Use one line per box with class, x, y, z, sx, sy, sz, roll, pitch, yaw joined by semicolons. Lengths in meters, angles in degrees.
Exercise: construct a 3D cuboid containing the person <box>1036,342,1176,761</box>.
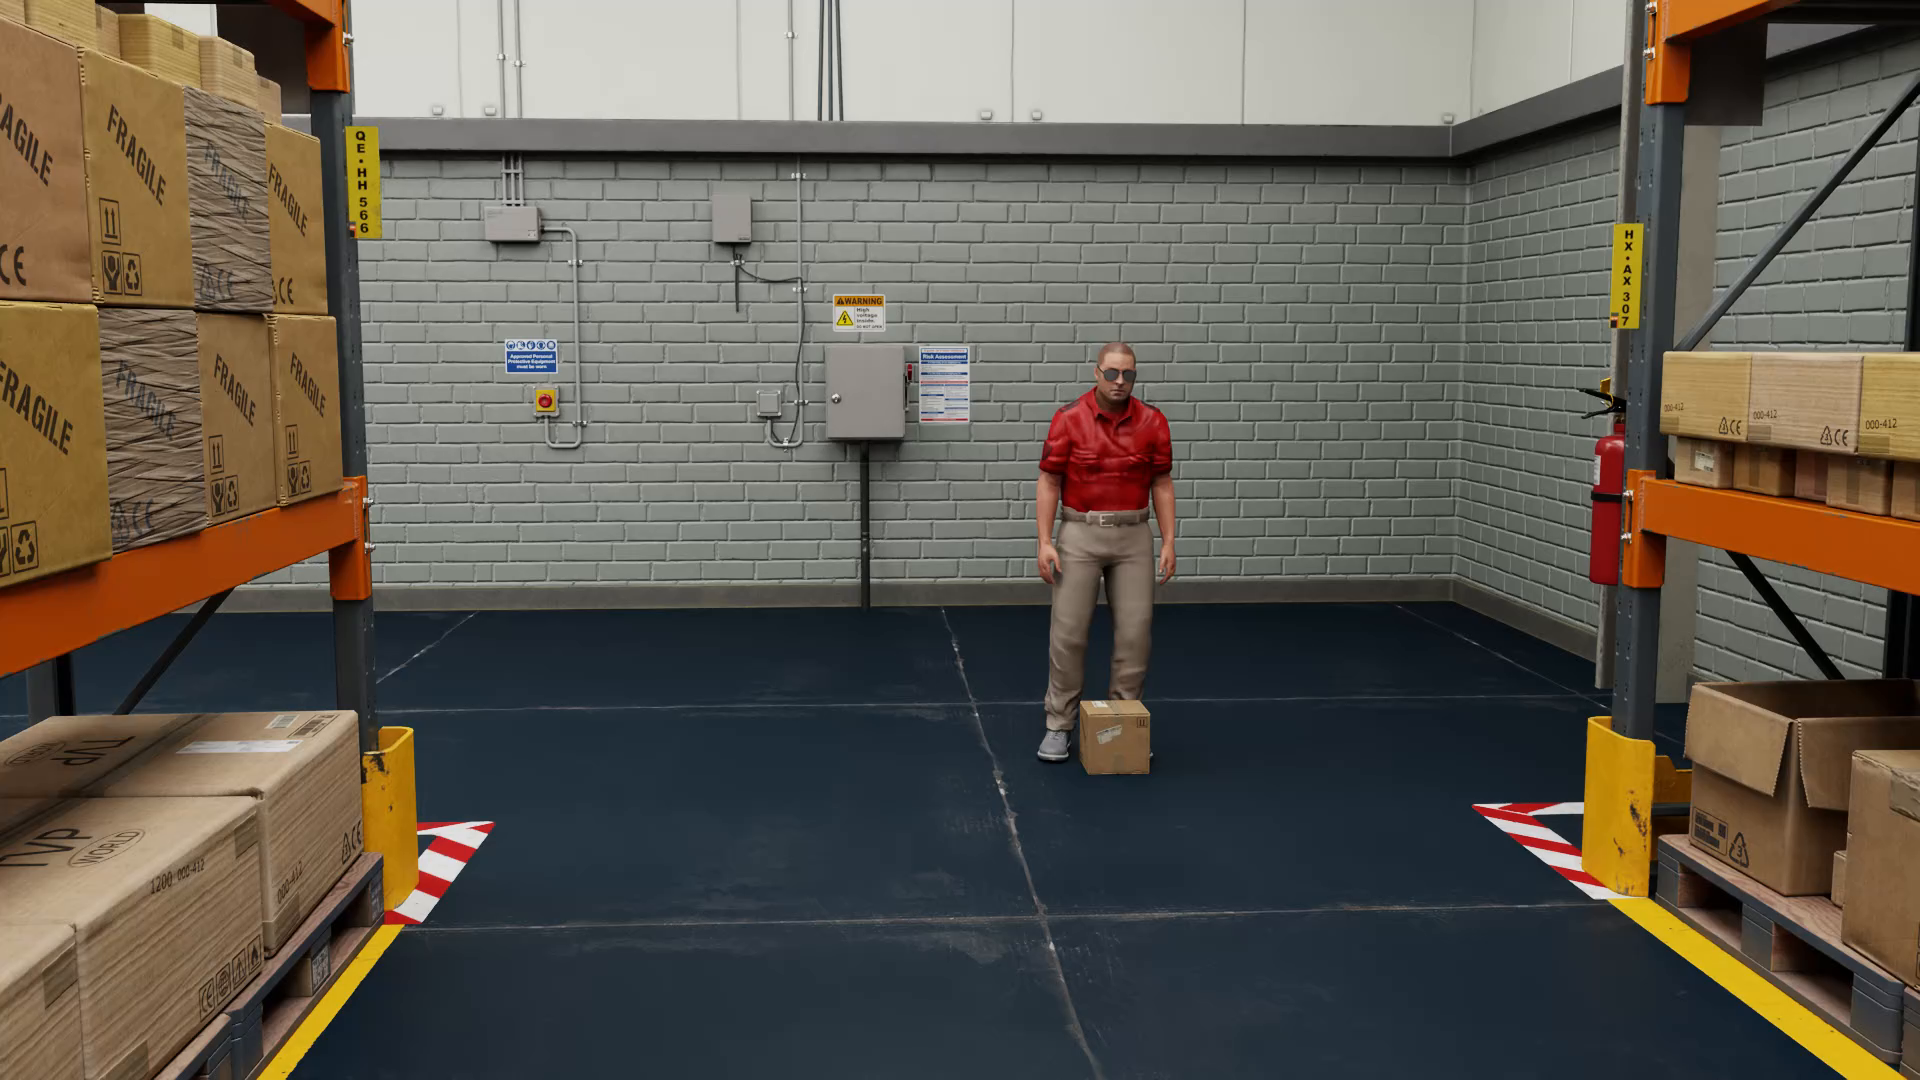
person;0.614;0.043;6.940;0.596;1.727;0.425;-1;7;-5
